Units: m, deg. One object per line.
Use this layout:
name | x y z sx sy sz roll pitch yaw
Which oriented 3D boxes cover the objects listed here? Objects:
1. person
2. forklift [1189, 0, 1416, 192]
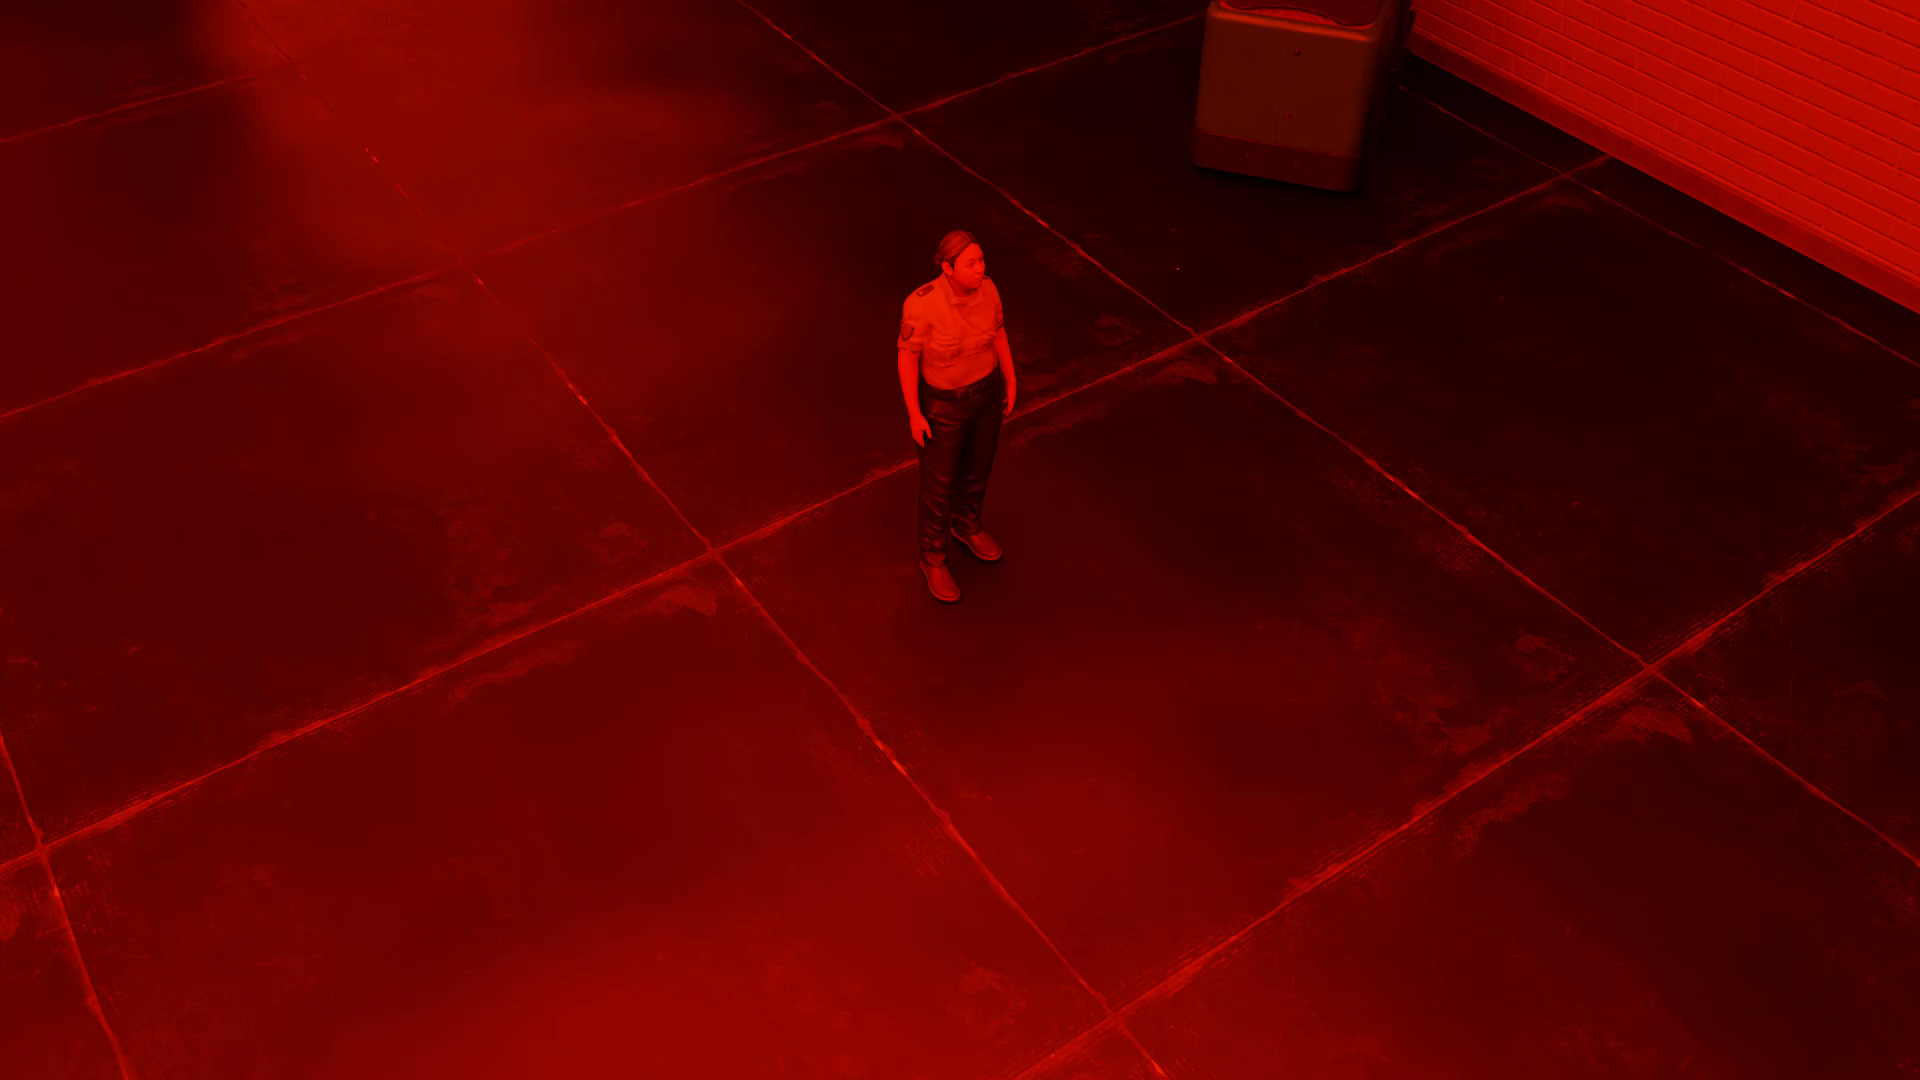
person | 0.032 -0.552 7.251 0.598 1.651 0.502 -25 48 -25
forklift | 2.406 -4.195 10.268 1.130 2.935 3.031 14 44 15
